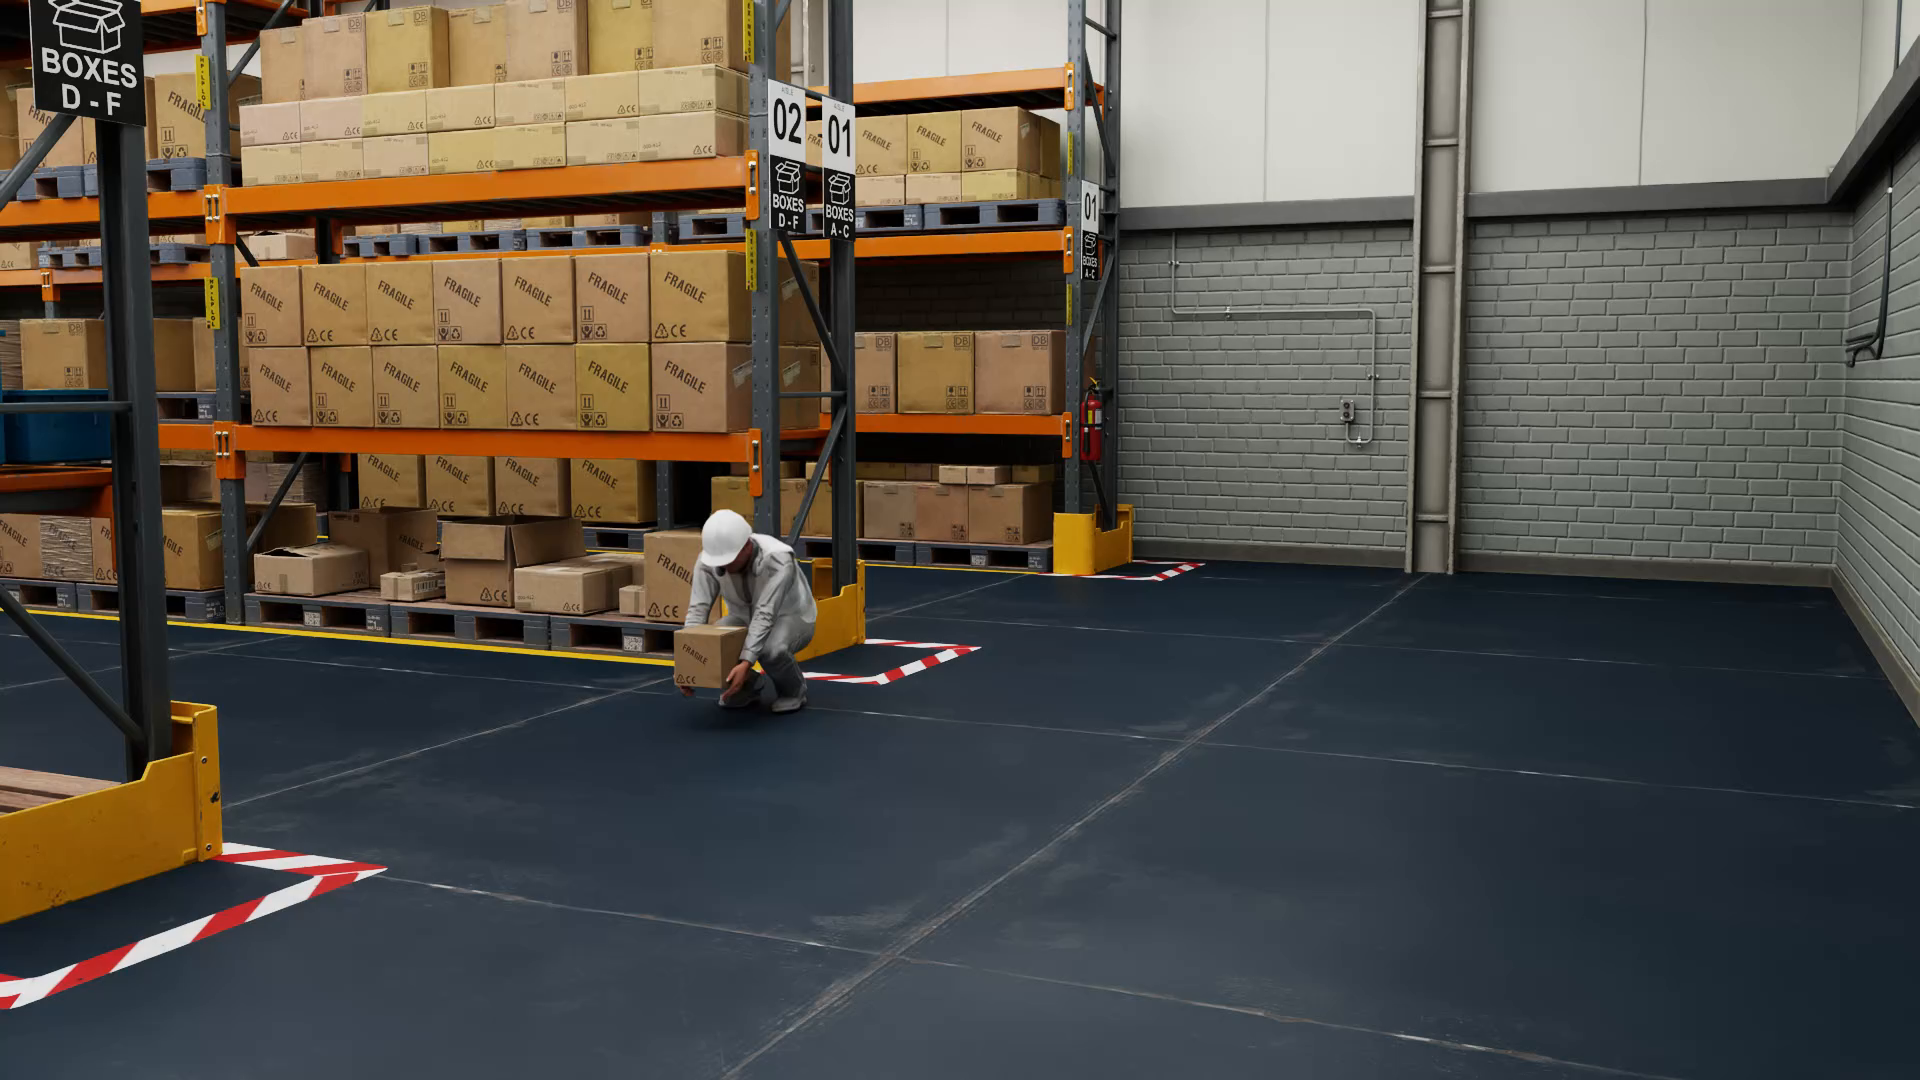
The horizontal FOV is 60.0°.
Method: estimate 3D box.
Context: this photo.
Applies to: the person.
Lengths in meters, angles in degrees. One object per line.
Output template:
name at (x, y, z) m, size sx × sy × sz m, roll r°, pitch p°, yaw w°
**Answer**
person at (-1.009, 0.335, 7.967) m, size 0.520 × 1.010 × 0.886 m, roll 2°, pitch 6°, yaw 23°
